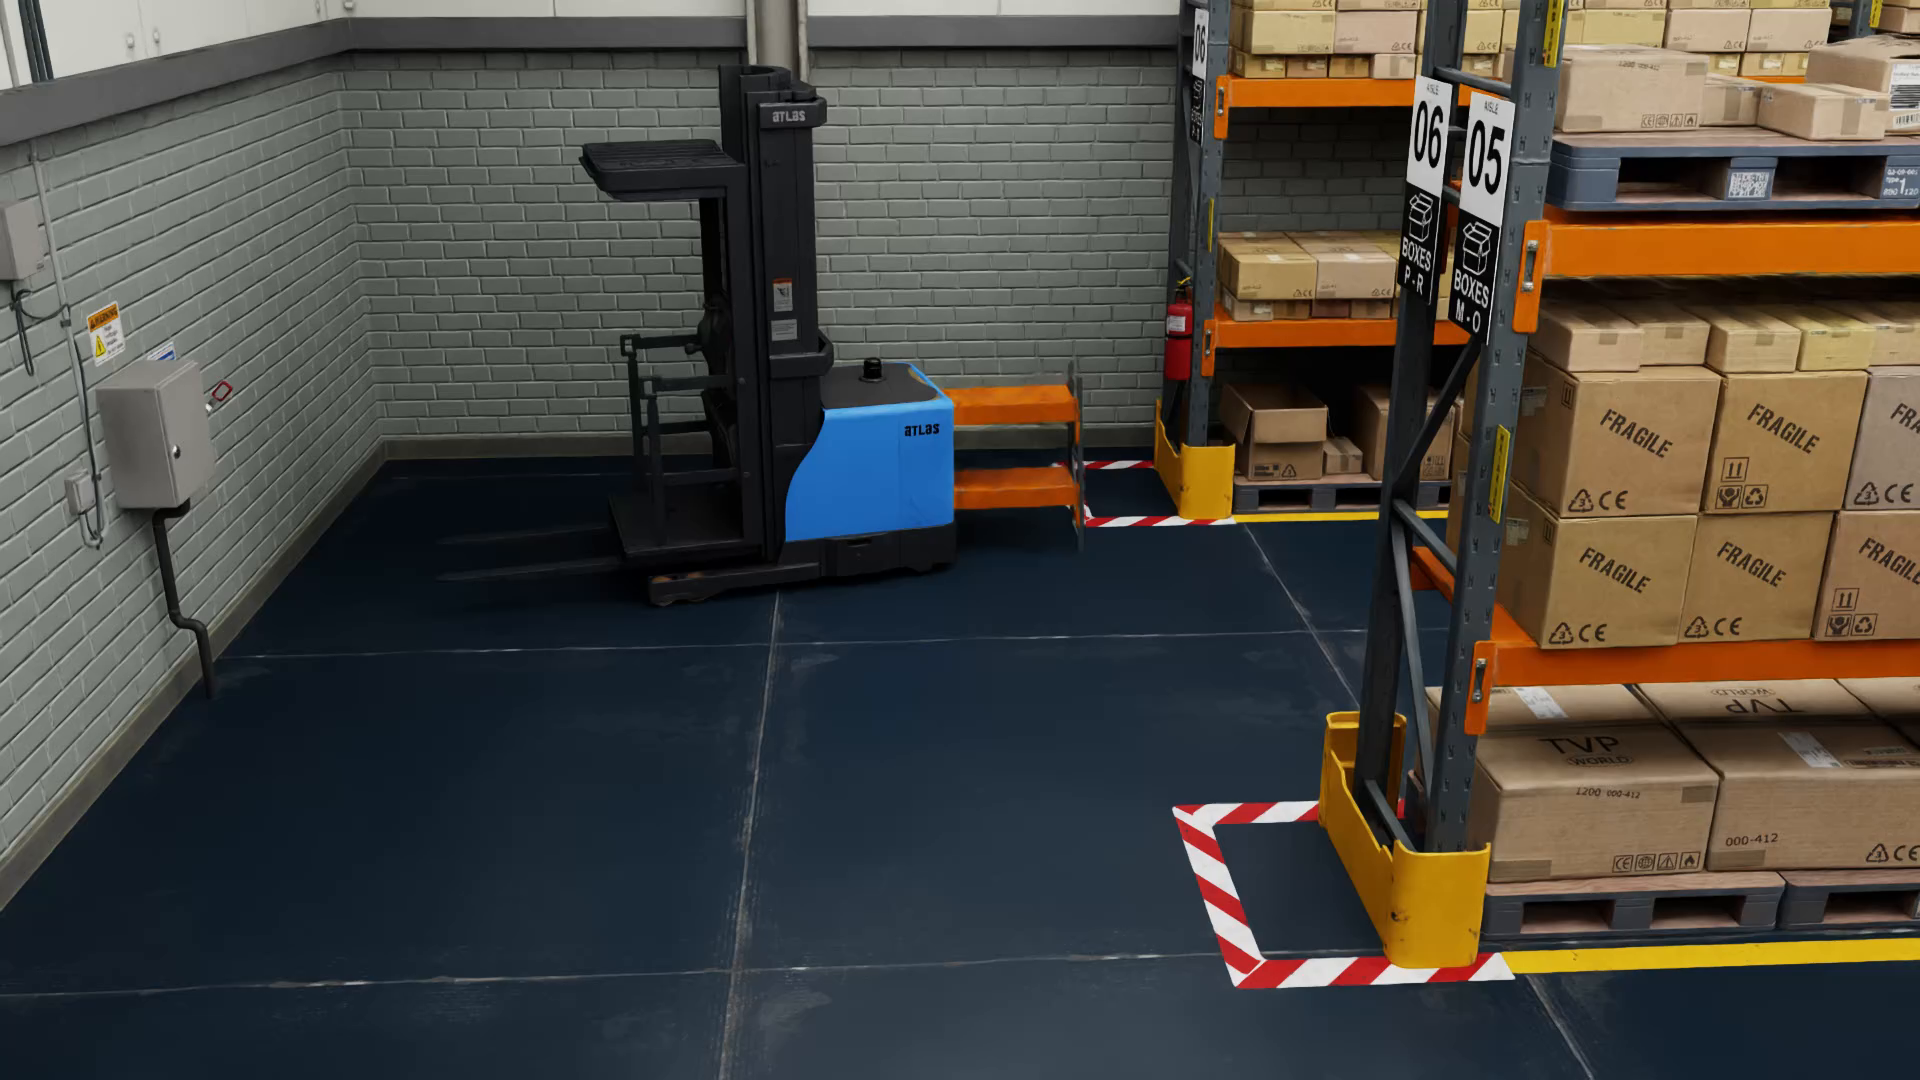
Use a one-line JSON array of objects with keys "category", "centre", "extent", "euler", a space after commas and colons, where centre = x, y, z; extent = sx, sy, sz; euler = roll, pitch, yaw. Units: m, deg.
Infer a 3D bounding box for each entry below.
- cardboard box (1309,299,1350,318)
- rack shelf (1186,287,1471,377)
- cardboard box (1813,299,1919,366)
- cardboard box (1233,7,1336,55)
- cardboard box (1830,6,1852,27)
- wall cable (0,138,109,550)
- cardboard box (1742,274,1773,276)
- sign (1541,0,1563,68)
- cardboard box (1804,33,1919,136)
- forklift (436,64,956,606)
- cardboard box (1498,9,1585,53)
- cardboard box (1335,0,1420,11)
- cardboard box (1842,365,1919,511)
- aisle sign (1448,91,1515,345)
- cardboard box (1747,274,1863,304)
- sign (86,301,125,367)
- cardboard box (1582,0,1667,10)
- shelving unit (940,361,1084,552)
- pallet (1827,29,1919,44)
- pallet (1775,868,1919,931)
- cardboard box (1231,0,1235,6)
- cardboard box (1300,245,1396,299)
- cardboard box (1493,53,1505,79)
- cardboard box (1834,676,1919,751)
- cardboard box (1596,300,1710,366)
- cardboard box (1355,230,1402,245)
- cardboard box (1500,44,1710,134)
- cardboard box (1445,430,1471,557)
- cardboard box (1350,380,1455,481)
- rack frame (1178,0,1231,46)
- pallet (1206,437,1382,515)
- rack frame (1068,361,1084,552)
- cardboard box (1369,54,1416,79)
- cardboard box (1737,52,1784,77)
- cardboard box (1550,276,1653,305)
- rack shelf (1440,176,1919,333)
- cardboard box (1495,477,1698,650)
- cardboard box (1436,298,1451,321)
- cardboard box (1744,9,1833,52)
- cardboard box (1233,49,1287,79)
[{"category": "cardboard box", "centre": [2.378, -1.573, 10.891], "extent": [0.250, 0.149, 0.380], "euler": [-1, 21, -4]}, {"category": "rack shelf", "centre": [3.519, -1.447, 11.216], "extent": [4.000, 0.370, 1.077], "euler": [-1, 21, -3]}, {"category": "cardboard box", "centre": [3.224, -0.736, 5.881], "extent": [0.250, 0.149, 0.380], "euler": [-1, 21, -3]}, {"category": "cardboard box", "centre": [1.981, -3.125, 10.190], "extent": [0.500, 0.250, 0.500], "euler": [-1, 21, -4]}, {"category": "cardboard box", "centre": [5.814, -3.382, 10.694], "extent": [0.250, 0.149, 0.380], "euler": [-1, 21, -3]}, {"category": "wall cable", "centre": [-3.912, -0.835, 7.170], "extent": [0.122, 1.984, 0.588], "euler": [-1, 21, -3]}, {"category": "cardboard box", "centre": [5.021, -1.796, 10.914], "extent": [0.500, 0.250, 0.500], "euler": [-1, 21, -2]}, {"category": "sign", "centre": [1.835, -1.629, 5.129], "extent": [0.005, 0.325, 0.100], "euler": [-1, 21, -3]}, {"category": "cardboard box", "centre": [3.306, -1.595, 5.773], "extent": [0.500, 0.311, 0.500], "euler": [-1, 21, -2]}, {"category": "forklift", "centre": [-1.598, -1.199, 9.650], "extent": [3.031, 2.935, 1.130], "euler": [-6, 22, -16]}, {"category": "cardboard box", "centre": [3.514, -3.167, 10.301], "extent": [0.500, 0.250, 0.500], "euler": [-1, 21, -4]}, {"category": "cardboard box", "centre": [2.488, -3.370, 10.132], "extent": [0.500, 0.250, 0.500], "euler": [-1, 21, -3]}, {"category": "cardboard box", "centre": [3.334, -0.428, 5.983], "extent": [0.500, 0.500, 0.500], "euler": [-1, 21, -3]}, {"category": "aisle sign", "centre": [1.754, -1.090, 5.614], "extent": [0.004, 0.787, 0.394], "euler": [-1, 21, -3]}, {"category": "cardboard box", "centre": [3.180, -0.894, 6.297], "extent": [0.250, 0.149, 0.380], "euler": [-1, 21, -4]}, {"category": "sign", "centre": [-3.997, -0.968, 7.786], "extent": [0.001, 0.242, 0.339], "euler": [-1, 21, -3]}, {"category": "cardboard box", "centre": [4.013, -3.411, 10.240], "extent": [0.500, 0.250, 0.500], "euler": [-1, 21, -2]}, {"category": "shelving unit", "centre": [0.224, -0.504, 10.475], "extent": [1.048, 1.125, 0.538], "euler": [-2, 17, -2]}, {"category": "pallet", "centre": [6.171, -3.126, 10.664], "extent": [1.003, 0.211, 1.213], "euler": [-1, 21, -3]}, {"category": "pallet", "centre": [3.818, 1.256, 7.025], "extent": [1.213, 0.211, 1.003], "euler": [-1, 21, -3]}, {"category": "cardboard box", "centre": [1.950, -3.555, 10.617], "extent": [0.500, 0.250, 0.500], "euler": [-2, 21, -5]}, {"category": "cardboard box", "centre": [2.494, -1.735, 10.755], "extent": [0.500, 0.250, 0.500], "euler": [-1, 21, -2]}, {"category": "cardboard box", "centre": [3.390, -2.947, 10.284], "extent": [0.250, 0.149, 0.380], "euler": [-1, 21, -3]}, {"category": "cardboard box", "centre": [4.276, 0.934, 6.963], "extent": [0.875, 0.438, 0.875], "euler": [-2, 21, -5]}, {"category": "cardboard box", "centre": [2.437, -0.736, 5.880], "extent": [0.250, 0.149, 0.380], "euler": [-1, 21, -2]}, {"category": "cardboard box", "centre": [2.976, -1.933, 11.276], "extent": [0.500, 0.250, 0.500], "euler": [-1, 21, -1]}, {"category": "cardboard box", "centre": [2.253, -1.595, 5.859], "extent": [0.500, 0.250, 0.500], "euler": [-3, 21, -8]}, {"category": "cardboard box", "centre": [2.276, -0.130, 6.605], "extent": [0.500, 0.500, 0.500], "euler": [-1, 21, -3]}, {"category": "cardboard box", "centre": [2.994, -0.753, 11.305], "extent": [0.500, 0.500, 0.700], "euler": [0, 21, -1]}, {"category": "rack frame", "centre": [1.522, -4.546, 9.914], "extent": [0.127, 3.000, 1.000], "euler": [-1, 21, -3]}, {"category": "pallet", "centre": [2.394, -0.457, 11.525], "extent": [1.213, 0.211, 1.003], "euler": [-1, 21, -3]}, {"category": "rack frame", "centre": [0.732, -0.526, 10.496], "extent": [0.032, 1.125, 0.500], "euler": [-2, 17, -2]}, {"category": "cardboard box", "centre": [2.626, -2.933, 10.246], "extent": [0.250, 0.149, 0.380], "euler": [-1, 21, -2]}, {"category": "cardboard box", "centre": [4.929, -2.992, 10.401], "extent": [0.250, 0.149, 0.380], "euler": [-1, 21, -3]}, {"category": "cardboard box", "centre": [2.408, -0.888, 6.281], "extent": [0.250, 0.149, 0.380], "euler": [-1, 21, -2]}, {"category": "rack shelf", "centre": [3.806, -1.085, 6.051], "extent": [4.000, 0.370, 1.077], "euler": [-1, 21, -3]}, {"category": "cardboard box", "centre": [2.305, 0.066, 6.090], "extent": [0.500, 0.500, 0.500], "euler": [-1, 21, -3]}, {"category": "cardboard box", "centre": [3.155, -1.543, 10.810], "extent": [0.250, 0.149, 0.380], "euler": [-2, 21, -5]}, {"category": "cardboard box", "centre": [5.048, -3.196, 10.376], "extent": [0.500, 0.250, 0.500], "euler": [-1, 21, -3]}, {"category": "cardboard box", "centre": [1.854, -2.951, 10.293], "extent": [0.250, 0.149, 0.380], "euler": [-1, 21, -2]}]
